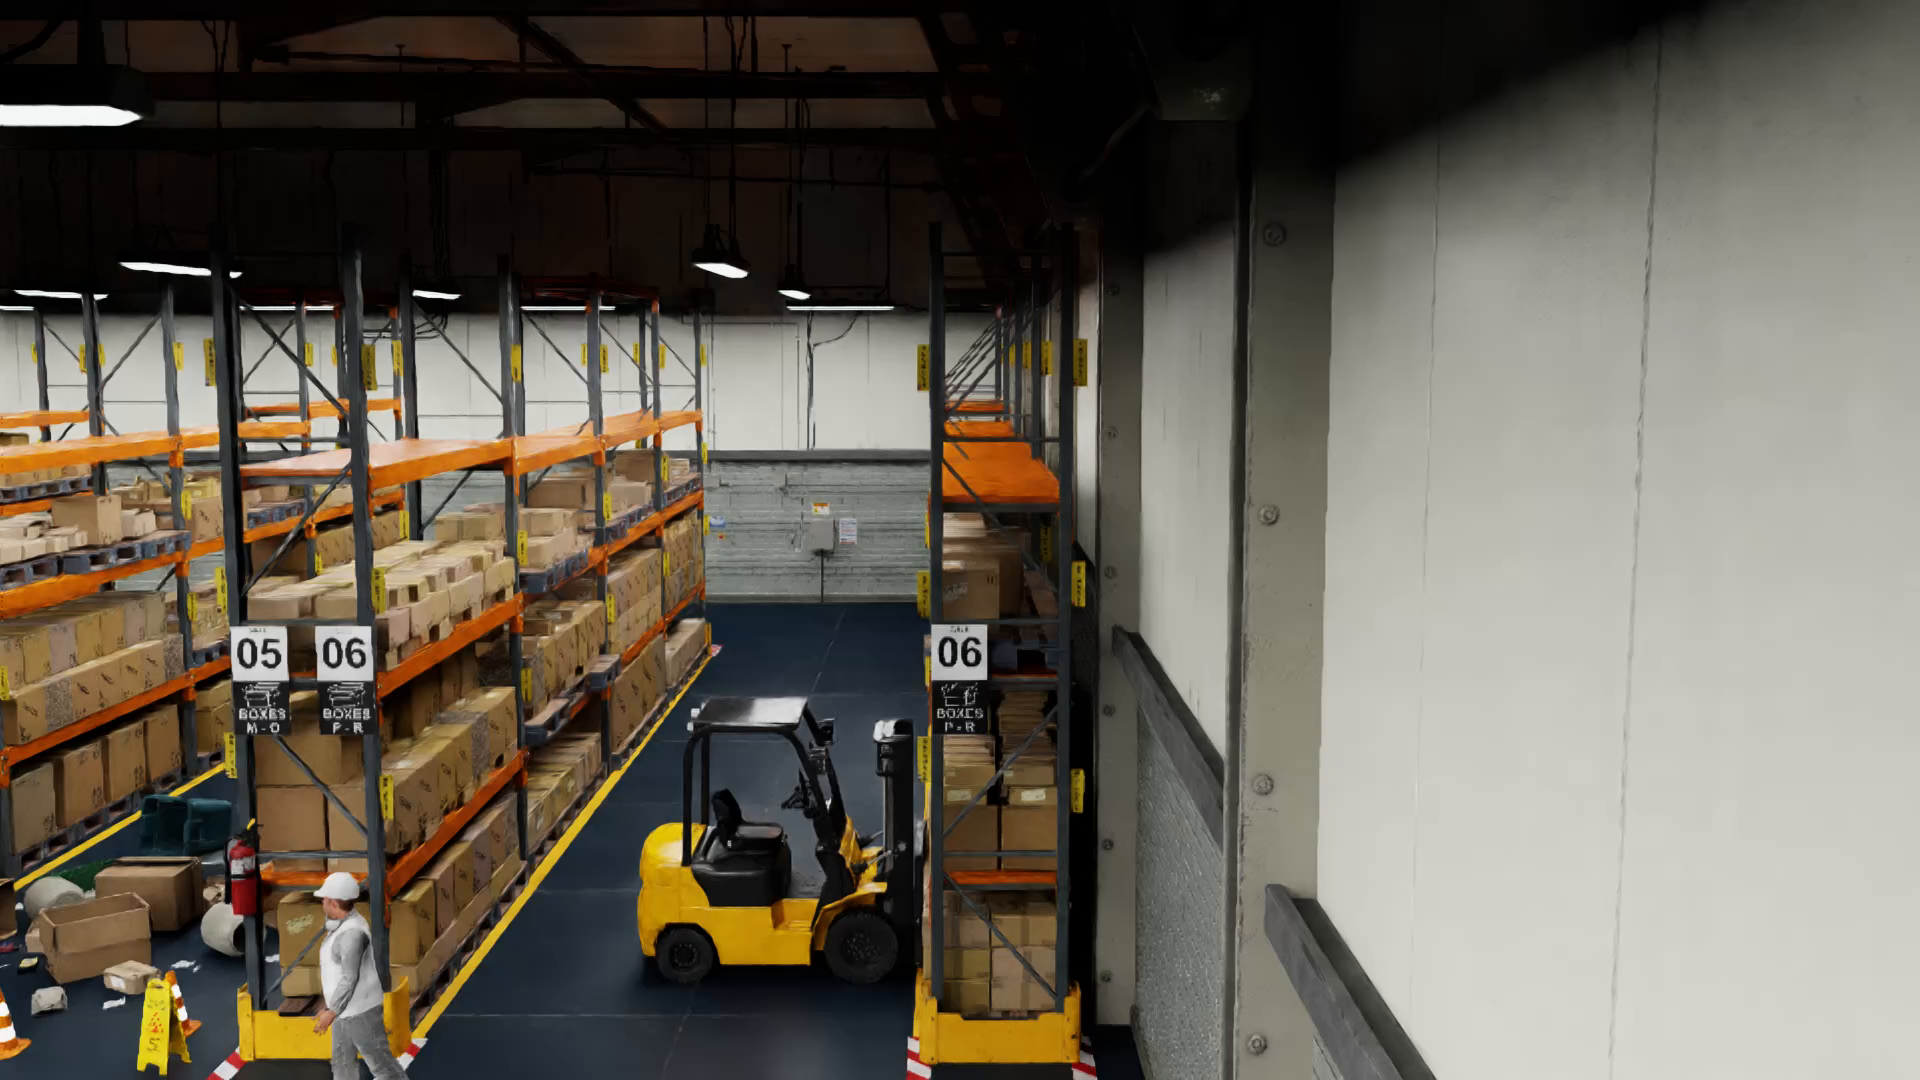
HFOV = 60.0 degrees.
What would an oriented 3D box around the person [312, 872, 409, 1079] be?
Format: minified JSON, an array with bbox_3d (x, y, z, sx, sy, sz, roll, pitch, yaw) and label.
[{"bbox_3d":[-3.933,3.034,10.874,0.701,1.769,0.554,-4,8,-29],"label":"person"}]
